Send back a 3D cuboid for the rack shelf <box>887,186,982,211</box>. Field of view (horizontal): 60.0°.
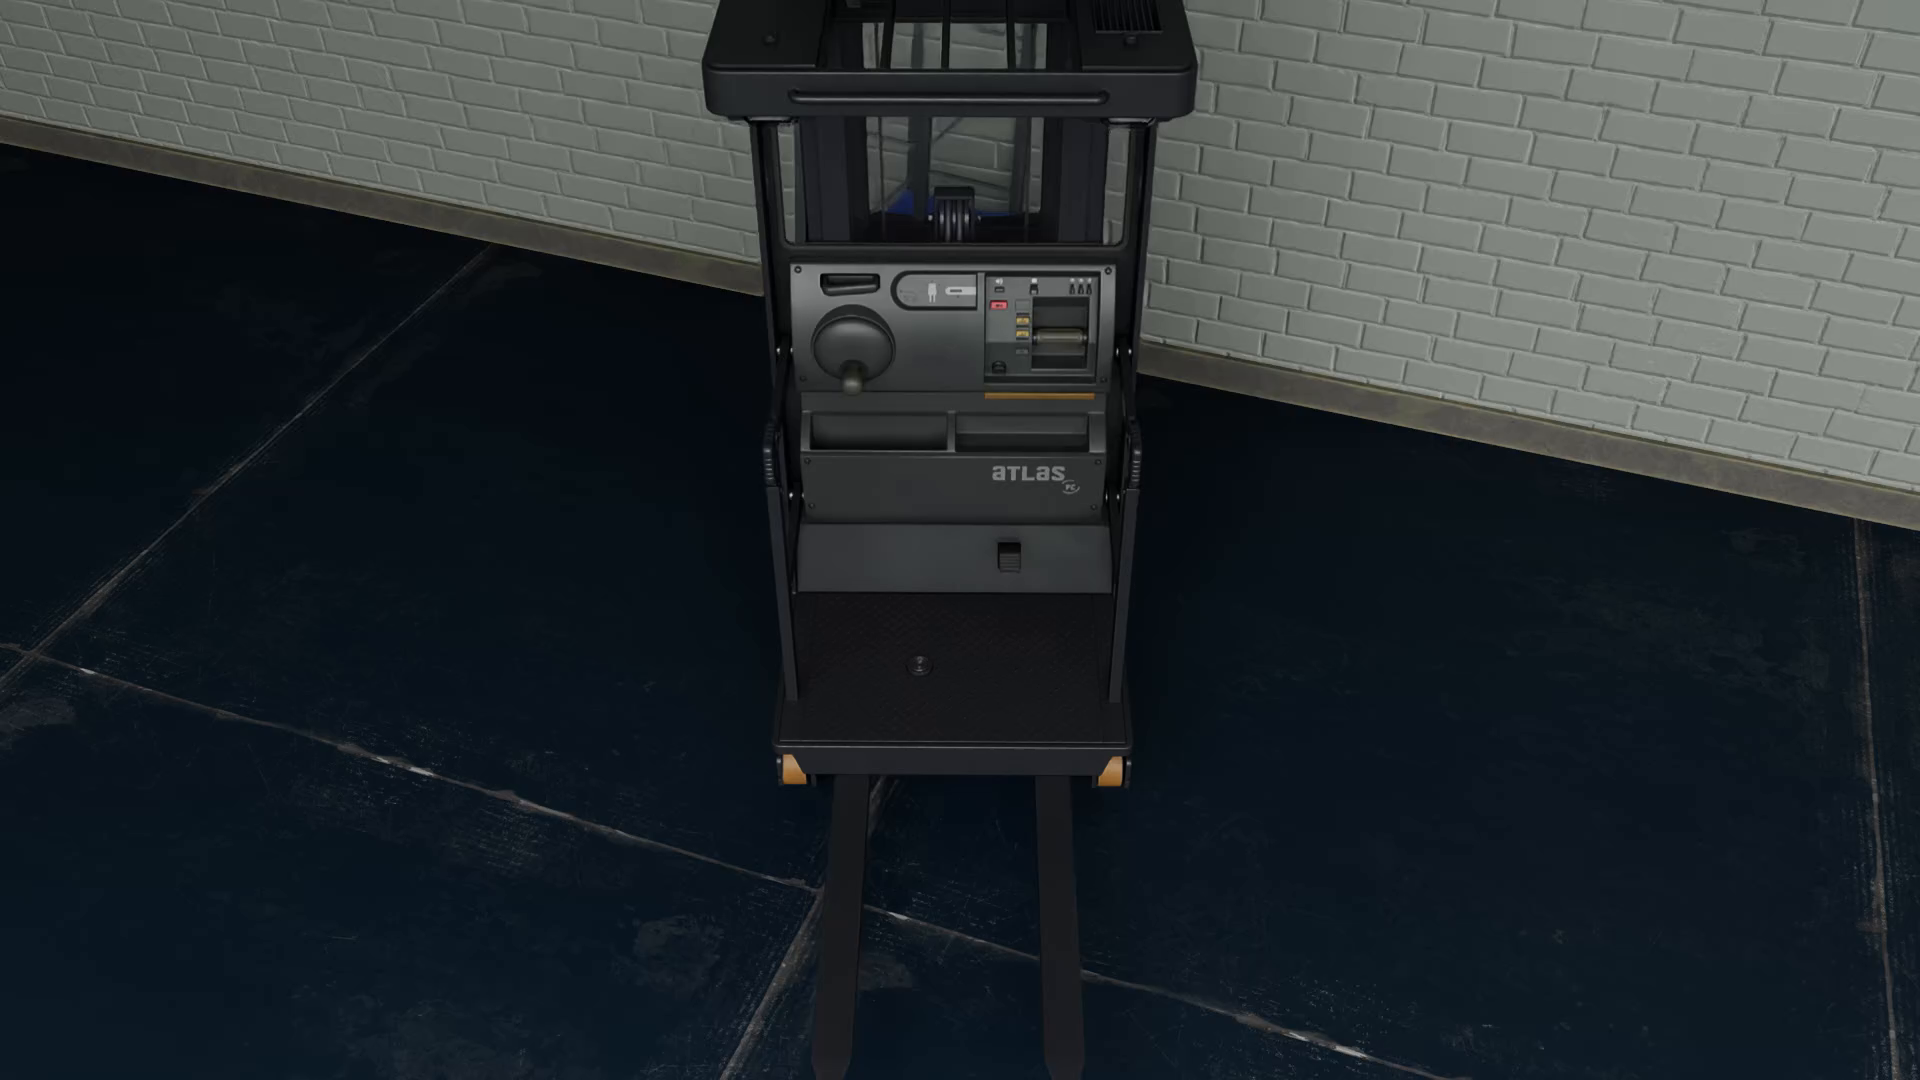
[{"bbox_3d":[-0.185,-1.045,6.552,0.538,0.185,1.000,17,41,15],"label":"rack shelf"}]

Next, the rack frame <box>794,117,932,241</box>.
[{"bbox_3d":[-0.368,-0.893,6.069,0.500,1.500,0.032,17,41,15],"label":"rack frame"}]

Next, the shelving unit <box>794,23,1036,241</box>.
[{"bbox_3d":[-0.175,-1.184,6.438,0.538,1.500,1.048,17,41,15],"label":"shelving unit"}]

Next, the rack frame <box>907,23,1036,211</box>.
[{"bbox_3d":[0.019,-1.475,6.808,0.500,1.500,0.032,17,41,15],"label":"rack frame"}]

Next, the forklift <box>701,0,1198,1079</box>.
[{"bbox_3d":[-0.020,-0.533,4.616,1.130,2.935,3.031,0,40,0],"label":"forklift"}]
